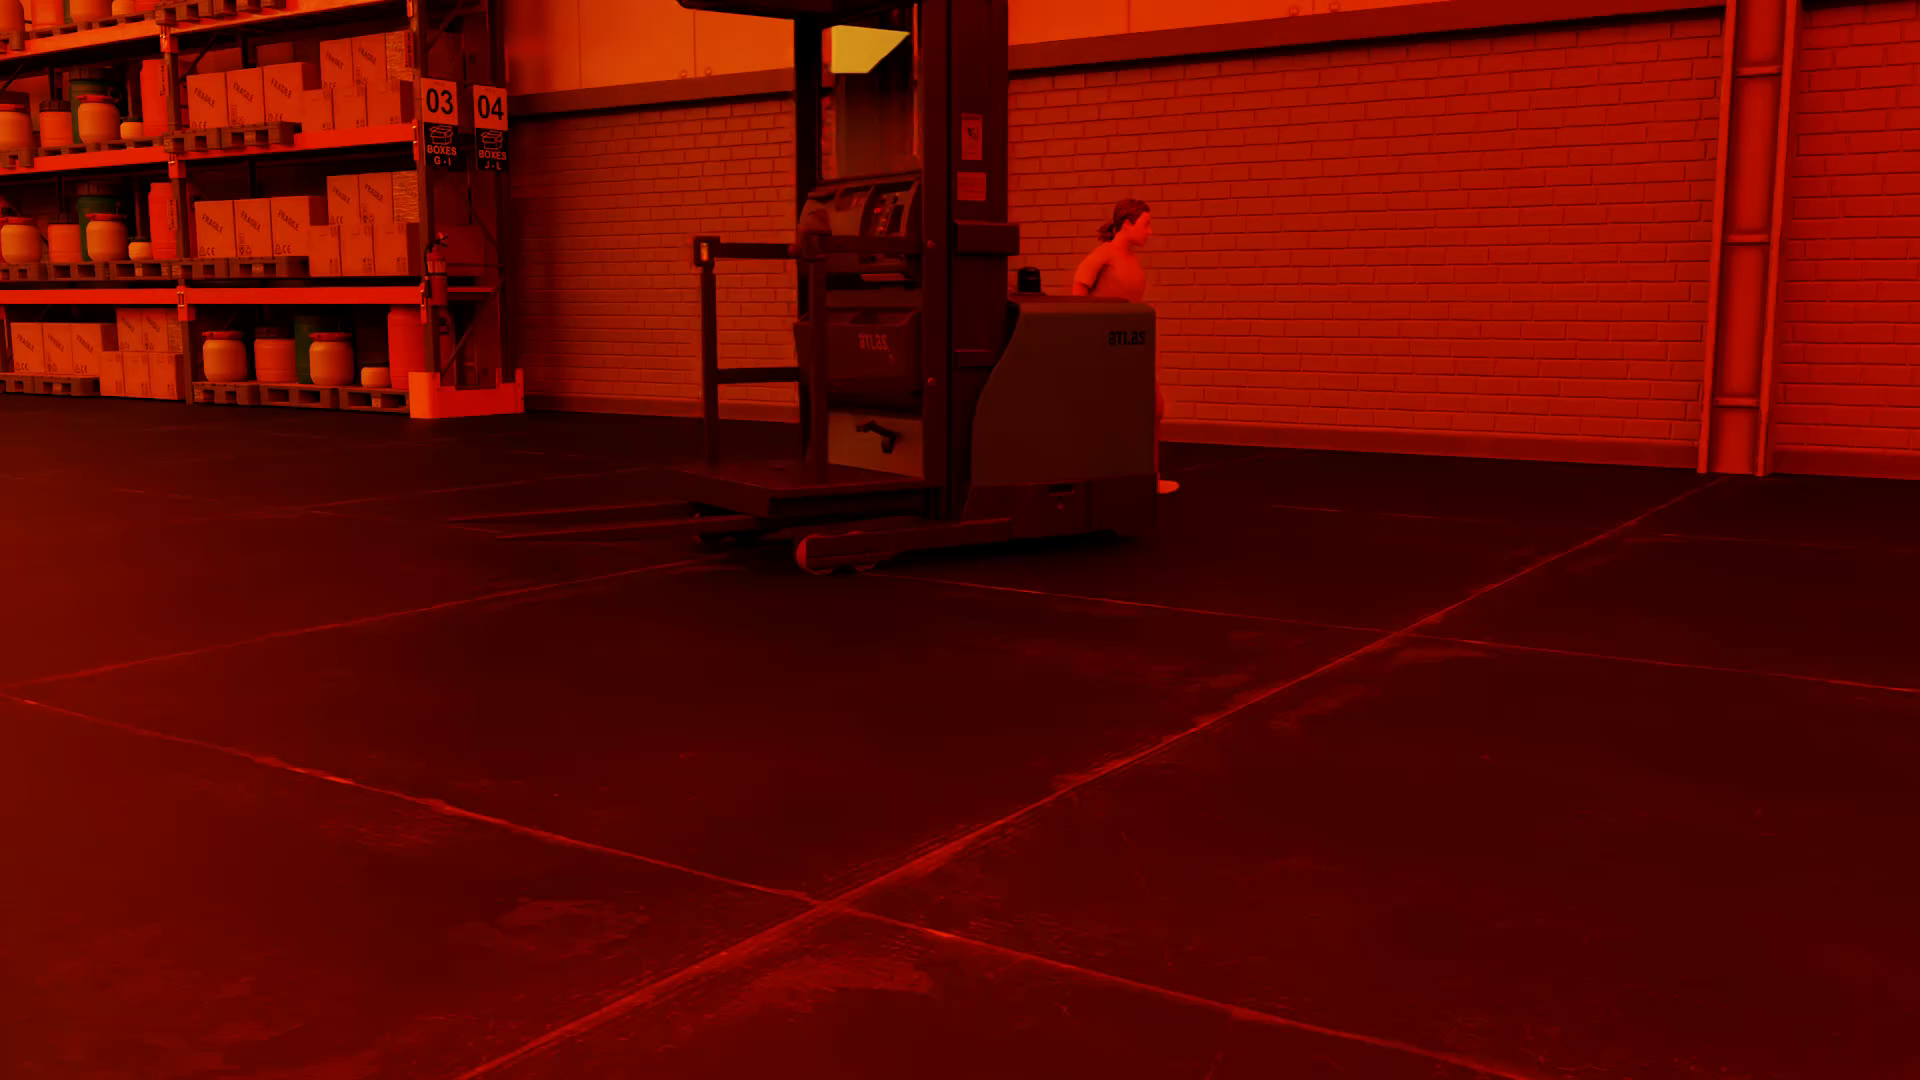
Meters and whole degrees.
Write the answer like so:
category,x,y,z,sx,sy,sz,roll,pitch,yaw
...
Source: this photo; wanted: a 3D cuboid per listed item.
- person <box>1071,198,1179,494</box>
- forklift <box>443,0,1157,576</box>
category,x,y,z,sx,sy,sz,roll,pitch,yaw
person,0.859,-1.042,9.154,0.383,1.645,0.790,7,10,39
forklift,-0.611,-1.394,6.992,3.031,2.935,1.130,-5,10,-33
